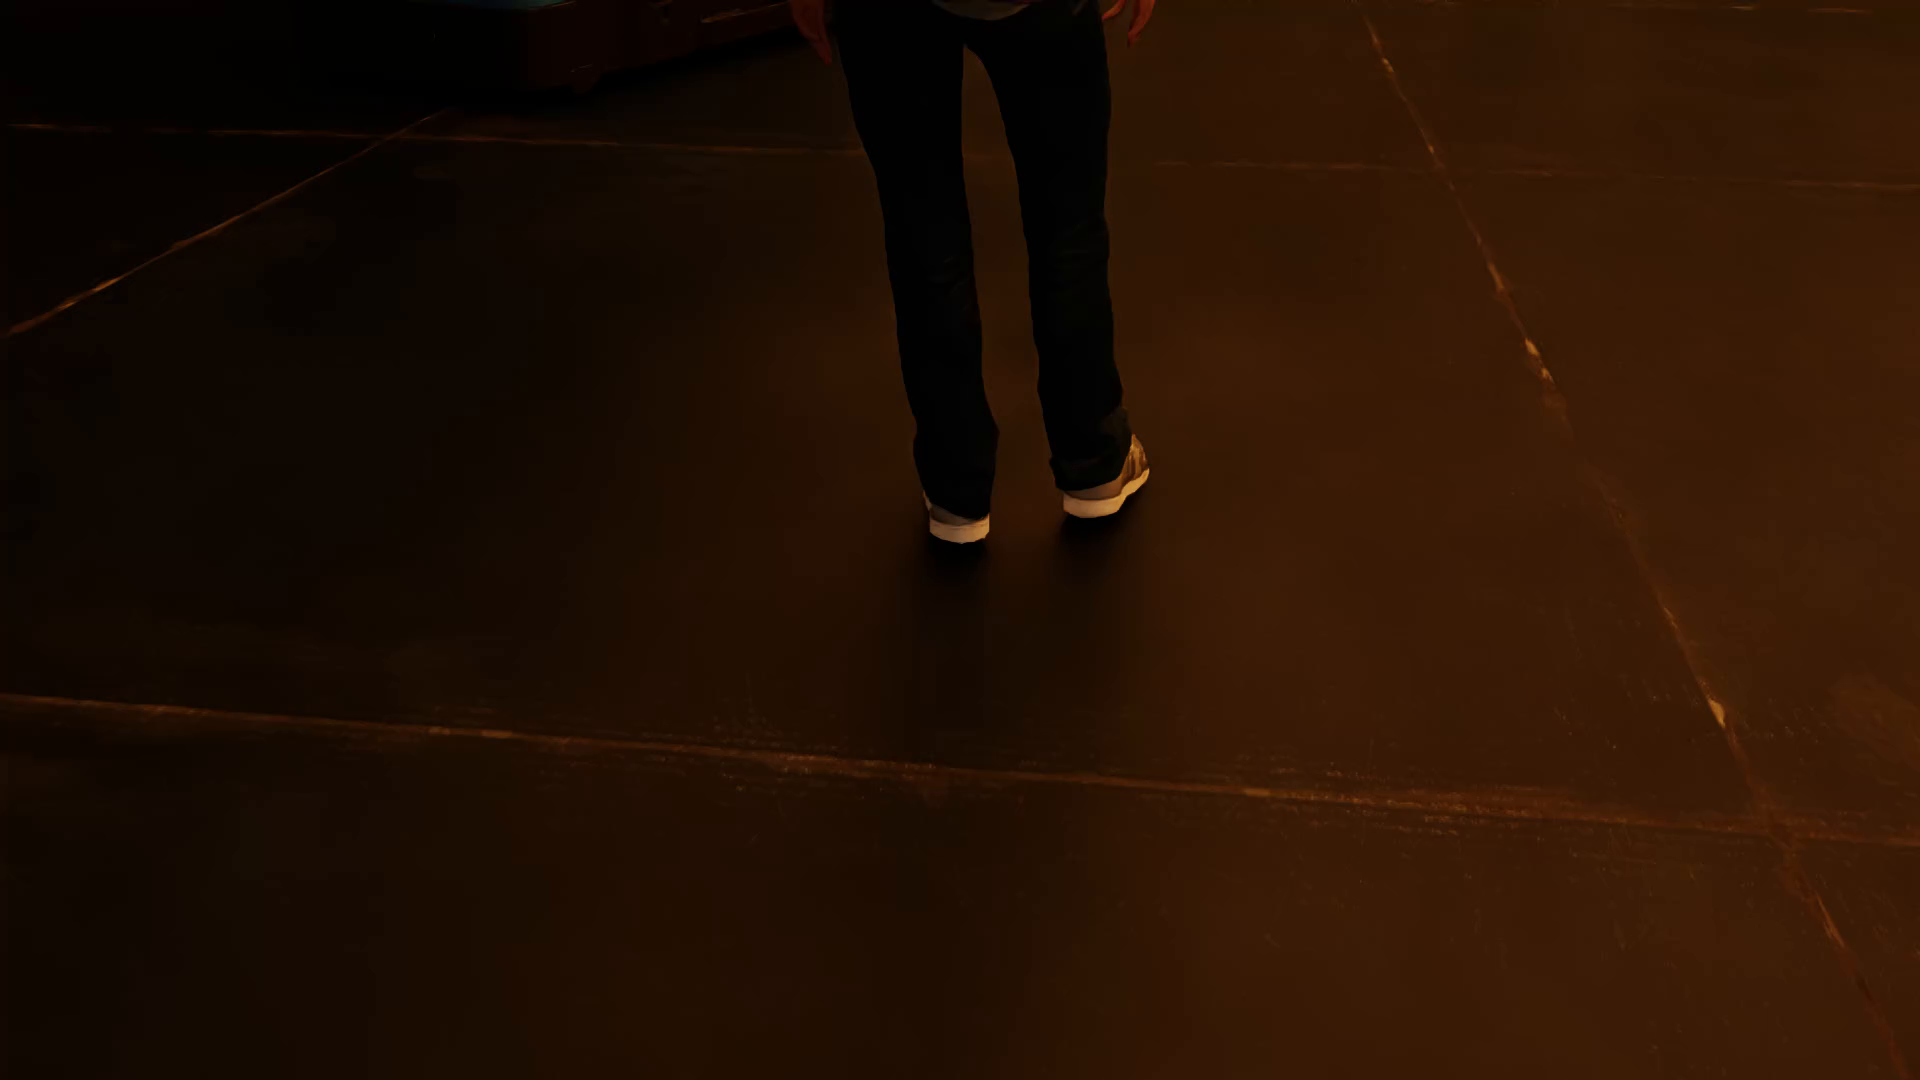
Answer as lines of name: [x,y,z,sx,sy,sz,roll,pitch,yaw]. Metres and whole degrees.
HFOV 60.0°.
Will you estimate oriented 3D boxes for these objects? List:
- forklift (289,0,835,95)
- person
forklift: [-1.064,-3.314,5.859,1.130,2.935,3.031,13,29,24]
person: [0.024,-0.753,2.205,0.520,1.597,0.474,3,27,7]
